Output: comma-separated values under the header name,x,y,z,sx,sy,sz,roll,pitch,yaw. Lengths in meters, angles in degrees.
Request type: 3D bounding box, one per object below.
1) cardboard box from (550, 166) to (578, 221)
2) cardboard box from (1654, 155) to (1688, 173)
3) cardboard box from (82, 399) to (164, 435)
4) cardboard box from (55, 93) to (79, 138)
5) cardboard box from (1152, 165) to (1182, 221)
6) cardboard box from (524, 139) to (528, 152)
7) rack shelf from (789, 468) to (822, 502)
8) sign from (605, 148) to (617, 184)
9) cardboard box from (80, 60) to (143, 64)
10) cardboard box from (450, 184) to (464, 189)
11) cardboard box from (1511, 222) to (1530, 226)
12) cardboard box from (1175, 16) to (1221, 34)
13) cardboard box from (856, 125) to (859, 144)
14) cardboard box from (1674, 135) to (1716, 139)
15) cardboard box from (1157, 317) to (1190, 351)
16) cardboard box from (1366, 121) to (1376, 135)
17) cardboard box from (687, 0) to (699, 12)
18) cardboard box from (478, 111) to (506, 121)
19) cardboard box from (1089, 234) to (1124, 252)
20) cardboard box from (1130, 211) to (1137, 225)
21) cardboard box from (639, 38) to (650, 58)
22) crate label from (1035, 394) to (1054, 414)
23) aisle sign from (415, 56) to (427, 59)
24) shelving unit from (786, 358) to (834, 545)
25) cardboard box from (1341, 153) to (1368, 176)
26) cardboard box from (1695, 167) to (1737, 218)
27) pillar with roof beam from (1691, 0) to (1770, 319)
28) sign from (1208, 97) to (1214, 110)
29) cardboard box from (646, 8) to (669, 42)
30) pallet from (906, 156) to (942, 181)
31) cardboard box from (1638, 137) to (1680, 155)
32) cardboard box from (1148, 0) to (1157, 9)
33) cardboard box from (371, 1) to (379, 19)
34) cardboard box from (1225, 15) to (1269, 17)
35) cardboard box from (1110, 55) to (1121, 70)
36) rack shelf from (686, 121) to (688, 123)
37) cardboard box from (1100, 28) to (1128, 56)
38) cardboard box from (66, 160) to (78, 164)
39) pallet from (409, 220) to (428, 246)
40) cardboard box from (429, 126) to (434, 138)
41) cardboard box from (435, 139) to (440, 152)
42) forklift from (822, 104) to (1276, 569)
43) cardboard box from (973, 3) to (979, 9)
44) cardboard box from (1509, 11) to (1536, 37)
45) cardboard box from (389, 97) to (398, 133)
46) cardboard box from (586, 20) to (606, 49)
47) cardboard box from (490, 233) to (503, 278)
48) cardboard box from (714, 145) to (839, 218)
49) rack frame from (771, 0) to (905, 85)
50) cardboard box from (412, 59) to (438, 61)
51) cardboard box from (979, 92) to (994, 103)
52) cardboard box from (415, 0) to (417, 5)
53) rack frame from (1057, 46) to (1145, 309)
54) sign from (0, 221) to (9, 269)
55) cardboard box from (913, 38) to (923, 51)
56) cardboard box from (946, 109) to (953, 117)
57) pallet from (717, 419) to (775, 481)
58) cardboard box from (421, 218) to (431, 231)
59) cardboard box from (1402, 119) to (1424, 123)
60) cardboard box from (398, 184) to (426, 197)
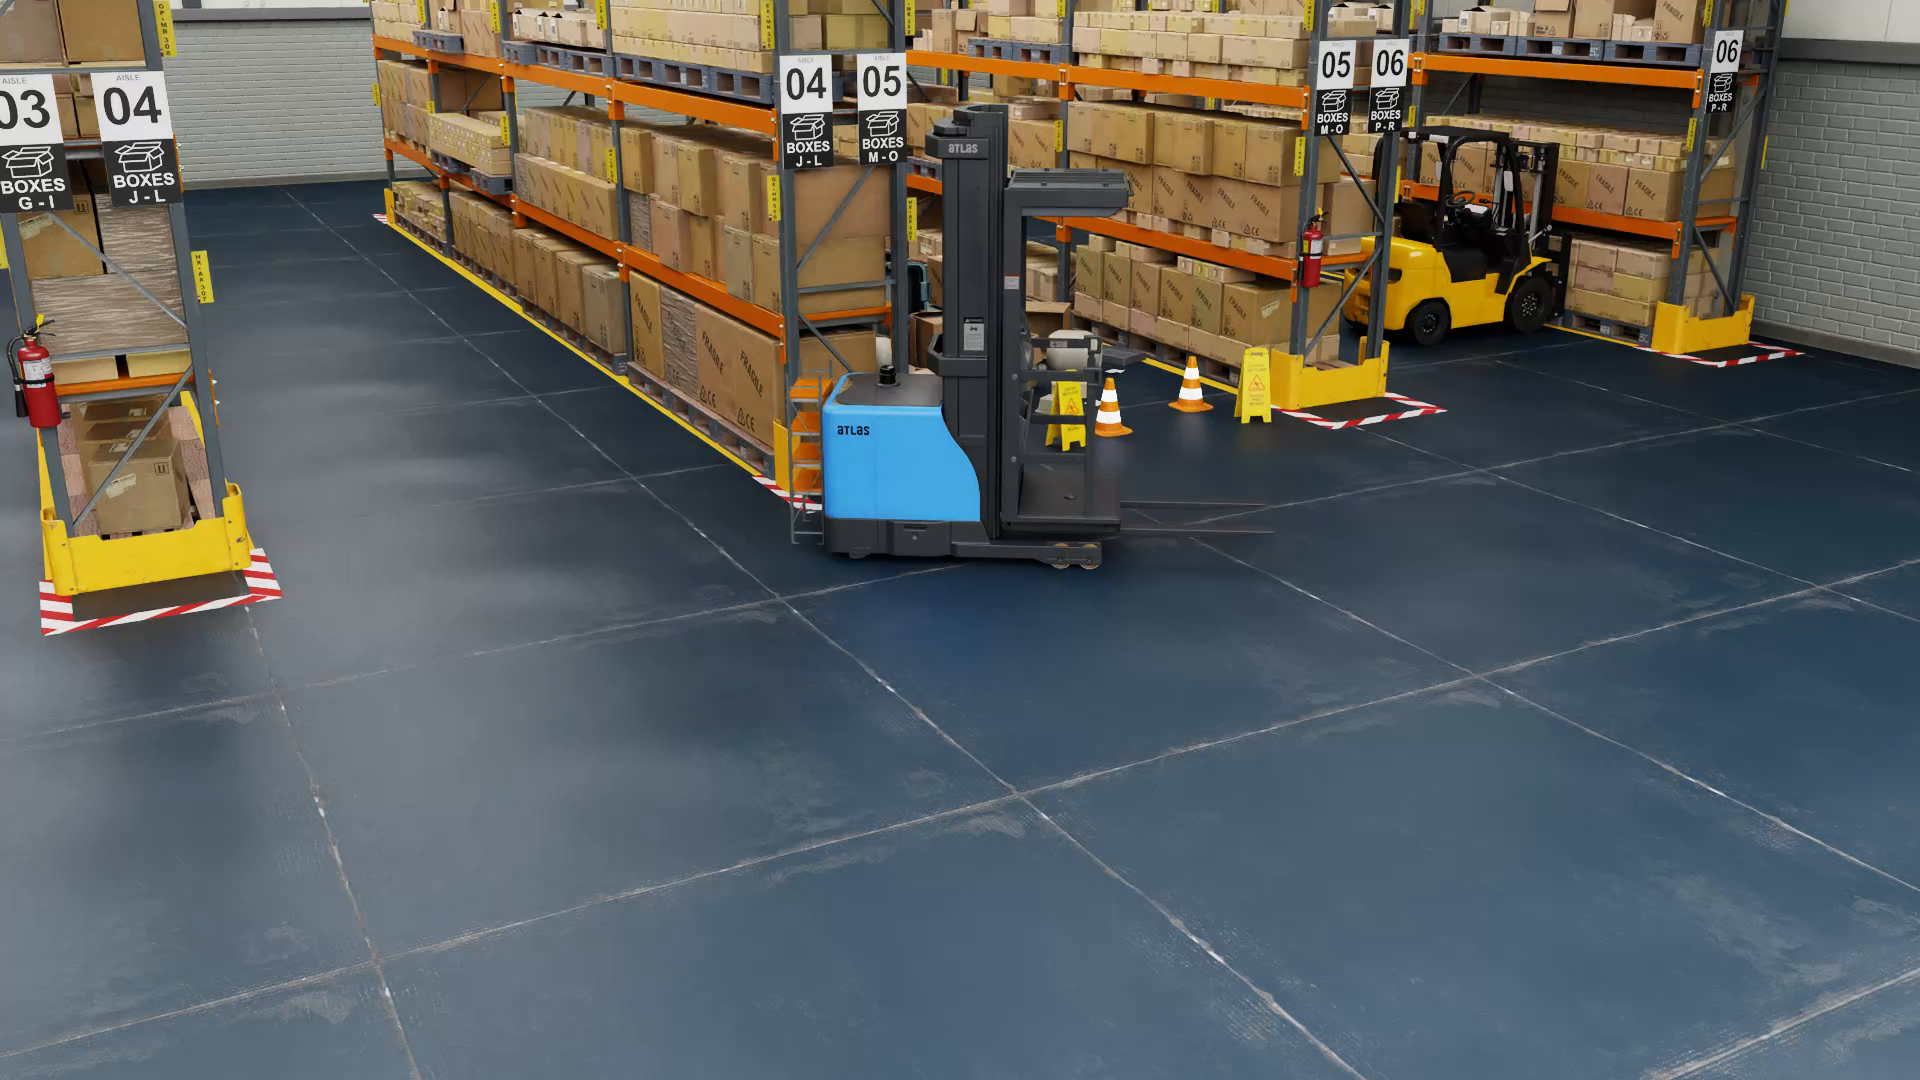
name,x,y,z,sx,sy,sz,roll,pitch,yaw
cardboard box,-3.973,-3.650,17.457,0.500,0.500,0.500,-10,22,-27
cardboard box,7.396,-3.886,17.147,0.380,0.149,0.250,-10,21,-26
cardboard box,-6.157,-0.719,12.304,0.500,0.500,0.500,-8,21,-22
cardboard box,-5.733,-2.617,10.249,0.500,0.250,0.500,-9,21,-25
cardboard box,2.248,-3.444,16.405,0.500,0.500,0.500,-10,21,-26
cardboard box,-5.100,-4.823,20.296,0.380,0.149,0.250,-10,21,-26
rack shelf,-1.032,-0.368,11.673,0.258,0.148,0.480,1,19,4
sign,-3.240,-3.482,15.469,0.100,0.325,0.005,-10,21,-27
cardboard box,-5.653,-3.124,11.106,0.380,0.149,0.250,-10,21,-27
cardboard box,-7.620,-5.303,25.216,0.380,0.149,0.250,-11,22,-29
cardboard box,6.342,-3.519,19.269,0.500,0.250,0.500,-9,21,-25
cardboard box,2.262,-4.869,15.706,0.380,0.149,0.250,-9,21,-25
cardboard box,-1.059,-5.414,22.187,0.500,0.250,0.500,-11,22,-28
cardboard box,7.764,-4.186,17.560,0.380,0.149,0.250,-9,21,-25
cardboard box,2.327,-2.094,16.674,0.500,0.250,0.500,-11,22,-29
cardboard box,5.342,-5.192,20.930,0.380,0.149,0.250,-10,21,-27
cardboard box,-1.930,-4.241,13.092,0.380,0.149,0.250,-10,22,-27
cardboard box,-6.204,-5.631,22.181,0.380,0.149,0.250,-9,21,-24
cardboard box,1.590,-3.158,17.612,0.380,0.149,0.250,-10,21,-26
cardboard box,1.968,-3.311,17.014,0.380,0.149,0.250,-10,21,-27
cardboard box,-2.533,-4.229,14.277,0.380,0.149,0.250,-10,22,-28
crate label,0.858,-1.223,14.966,0.298,0.136,0.250,11,22,30
aisle sign,-8.236,-7.800,25.651,0.394,0.787,0.004,-10,21,-27
shelving unit,-1.032,-0.619,11.586,0.258,1.200,0.503,1,19,4
cardboard box,5.194,-4.801,21.176,0.500,0.250,0.500,-10,21,-27
cardboard box,7.816,-3.709,17.627,0.500,0.500,0.500,-9,21,-25
pillar with roof beam,4.481,-5.985,15.179,9.100,9.000,0.400,-10,21,-27
sign,3.535,-6.196,23.334,0.100,0.325,0.005,-10,21,-27
cardboard box,-2.301,-4.319,13.928,0.500,0.250,0.500,-10,22,-27
pallet,0.074,-4.724,21.017,1.213,0.211,1.003,-10,21,-27
cardboard box,7.307,-4.107,17.330,0.380,0.149,0.250,-10,21,-27
cardboard box,2.968,-7.874,24.416,0.380,0.149,0.250,-10,21,-26
cardboard box,-8.481,-7.918,24.843,0.500,0.250,0.500,-10,21,-26
cardboard box,2.756,-4.958,15.964,0.380,0.149,0.250,-9,21,-26
cardboard box,1.763,-4.888,16.986,0.380,0.149,0.250,-10,21,-27
rack shelf,-3.208,-6.385,26.639,1.077,0.370,4.000,-10,21,-27
cardboard box,1.762,-5.027,16.776,0.500,0.250,0.500,-10,21,-27
cardboard box,-6.715,-2.524,12.206,0.500,0.500,0.500,-10,21,-27
pallet,-7.500,-4.575,24.566,1.003,0.211,1.213,-10,21,-27
cardboard box,-6.784,-5.391,21.942,0.380,0.149,0.250,-10,21,-26
cardboard box,-6.647,-5.172,21.762,0.380,0.149,0.250,-10,21,-26
forklift,0.621,-1.371,11.110,3.031,2.935,1.130,1,19,4
cardboard box,0.439,-9.244,28.998,0.500,0.250,0.500,-10,21,-26
cardboard box,6.345,-5.751,18.511,0.396,0.266,0.258,-11,22,-28
cardboard box,-8.219,-6.370,24.884,0.500,0.500,0.500,-10,21,-27
cardboard box,-3.243,-4.829,15.863,0.500,0.250,0.500,-10,21,-26
cardboard box,-5.453,-3.522,20.427,0.500,0.500,0.500,-9,21,-24
cardboard box,-1.499,-2.930,13.638,0.875,0.550,0.550,-10,21,-27
rack frame,-0.868,-4.746,11.591,1.000,3.000,0.127,-10,21,-27
cardboard box,-8.029,-7.071,25.383,0.500,0.500,0.500,-10,22,-28
cardboard box,0.671,-7.677,29.055,0.500,0.250,0.500,-10,22,-28
cardboard box,-7.090,-7.249,22.294,0.380,0.149,0.250,-9,21,-25
rack frame,1.541,-3.854,18.203,1.000,3.000,0.127,-10,21,-27
sign,-5.779,-1.788,9.954,0.100,0.325,0.005,-10,21,-27
cardboard box,-0.358,-6.185,20.744,0.380,0.149,0.250,-10,21,-27
cardboard box,0.163,-4.924,20.050,0.500,0.500,0.500,-10,21,-26
pallet,-1.316,-0.810,13.654,1.003,0.211,1.213,-10,21,-27
cardboard box,-7.544,-4.563,23.983,0.380,0.149,0.250,-10,21,-27
cardboard box,5.730,-5.269,21.156,0.380,0.149,0.250,-10,21,-27
cardboard box,-8.272,-5.280,25.149,0.380,0.149,0.250,-10,21,-27
